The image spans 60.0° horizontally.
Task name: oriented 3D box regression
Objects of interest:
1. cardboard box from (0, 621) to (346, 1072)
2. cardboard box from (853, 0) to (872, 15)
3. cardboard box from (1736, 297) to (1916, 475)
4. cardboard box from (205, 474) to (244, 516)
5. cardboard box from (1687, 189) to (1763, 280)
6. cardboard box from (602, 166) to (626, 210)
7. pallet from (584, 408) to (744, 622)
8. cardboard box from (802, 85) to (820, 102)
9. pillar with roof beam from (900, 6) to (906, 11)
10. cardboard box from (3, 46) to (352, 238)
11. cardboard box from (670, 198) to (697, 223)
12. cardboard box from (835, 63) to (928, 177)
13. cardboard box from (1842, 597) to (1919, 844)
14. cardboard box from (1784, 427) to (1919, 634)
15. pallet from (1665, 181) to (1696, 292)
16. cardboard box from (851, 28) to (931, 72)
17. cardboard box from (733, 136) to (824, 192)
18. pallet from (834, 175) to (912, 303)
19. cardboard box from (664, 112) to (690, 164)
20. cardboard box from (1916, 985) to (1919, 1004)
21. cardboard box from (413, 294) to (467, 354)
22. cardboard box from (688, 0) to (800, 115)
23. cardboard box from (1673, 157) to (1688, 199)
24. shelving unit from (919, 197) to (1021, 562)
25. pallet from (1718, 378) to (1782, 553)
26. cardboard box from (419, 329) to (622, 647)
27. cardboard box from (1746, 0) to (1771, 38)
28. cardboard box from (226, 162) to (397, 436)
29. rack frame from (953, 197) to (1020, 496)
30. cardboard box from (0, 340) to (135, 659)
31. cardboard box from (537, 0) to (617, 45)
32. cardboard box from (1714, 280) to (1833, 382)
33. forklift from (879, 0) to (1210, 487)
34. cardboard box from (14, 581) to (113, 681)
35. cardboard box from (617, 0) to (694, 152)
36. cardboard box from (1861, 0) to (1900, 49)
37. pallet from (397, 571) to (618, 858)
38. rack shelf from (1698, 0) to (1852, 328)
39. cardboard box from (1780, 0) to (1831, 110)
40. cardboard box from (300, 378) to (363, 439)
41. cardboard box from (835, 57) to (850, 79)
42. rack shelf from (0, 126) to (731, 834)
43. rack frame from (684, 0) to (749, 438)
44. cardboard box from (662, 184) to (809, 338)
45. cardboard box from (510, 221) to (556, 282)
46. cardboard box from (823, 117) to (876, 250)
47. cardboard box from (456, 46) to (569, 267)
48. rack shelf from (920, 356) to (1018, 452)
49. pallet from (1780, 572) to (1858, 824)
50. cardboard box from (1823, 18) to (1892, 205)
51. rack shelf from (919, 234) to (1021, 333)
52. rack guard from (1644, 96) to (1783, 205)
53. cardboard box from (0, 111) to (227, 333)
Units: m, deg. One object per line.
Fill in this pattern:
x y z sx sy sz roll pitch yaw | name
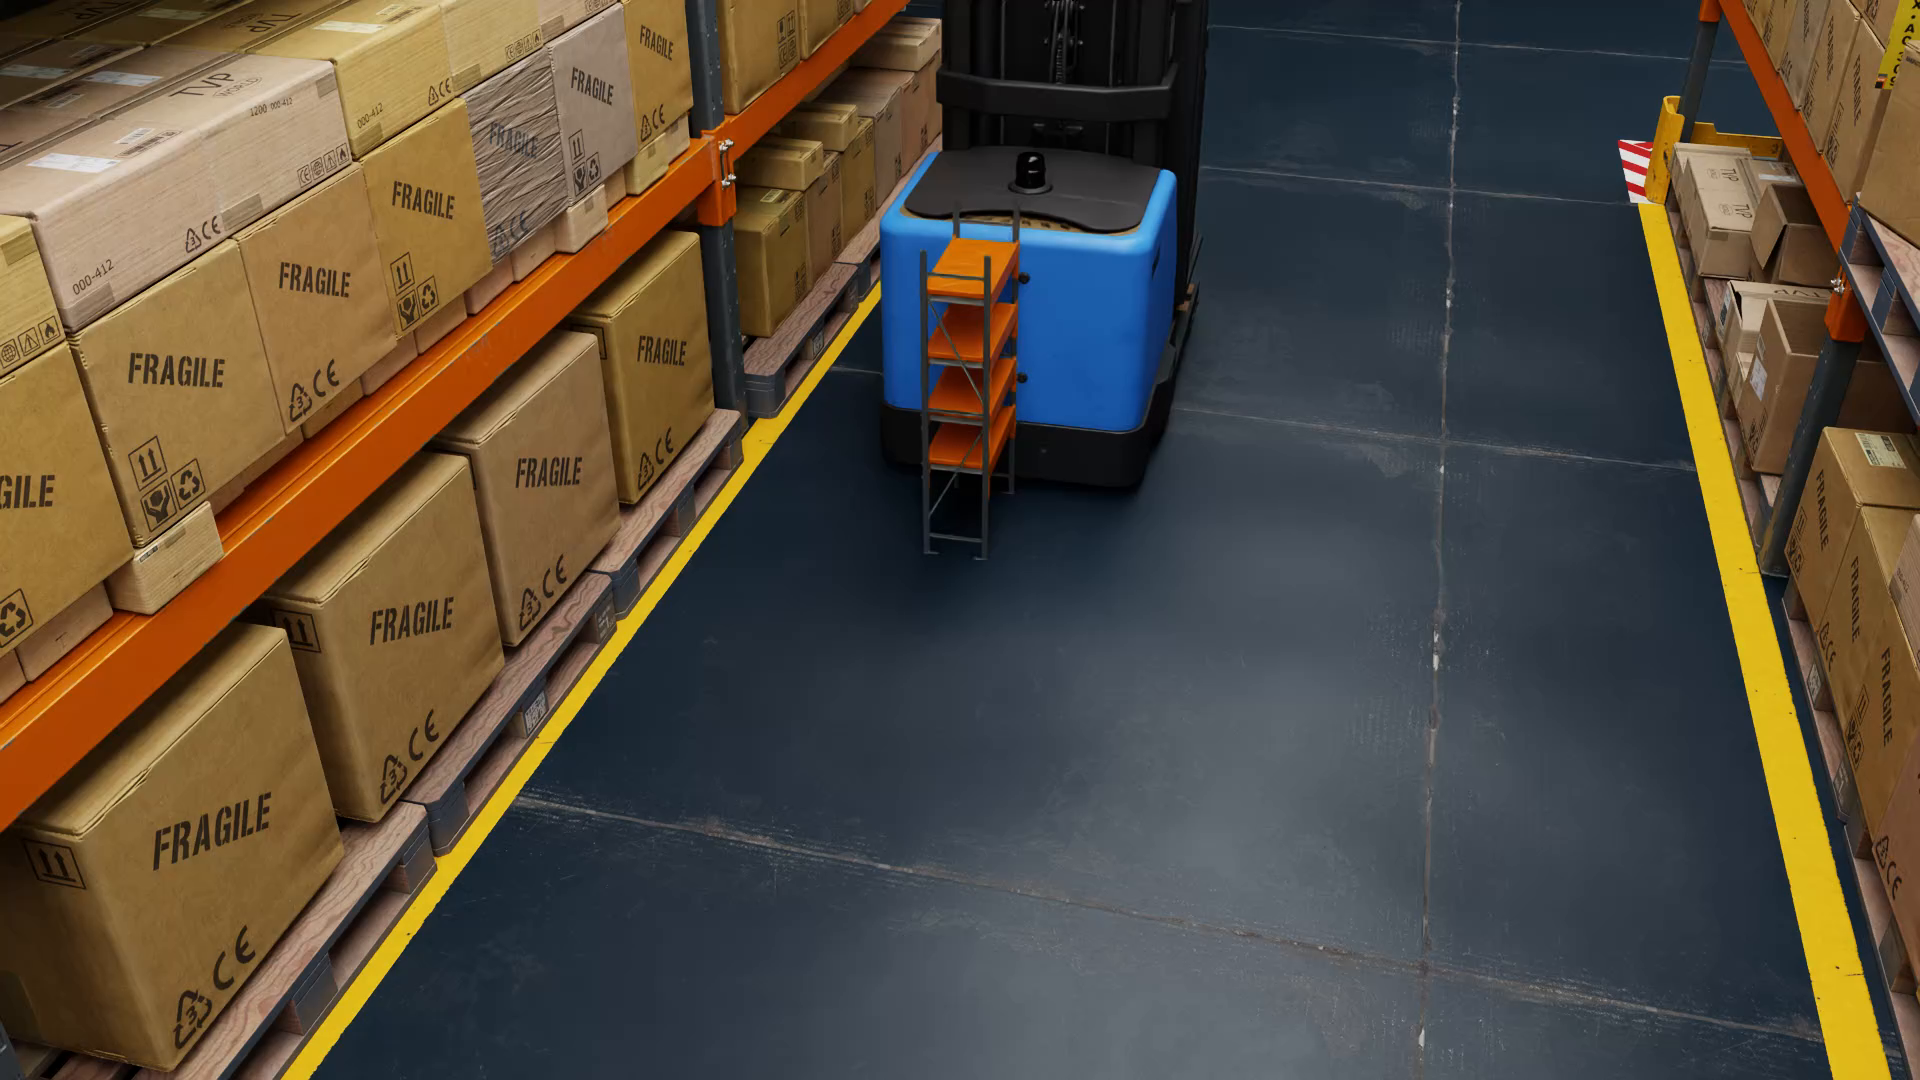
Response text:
-2.086 0.673 4.007 0.750 0.750 0.750 8 33 12 | cardboard box
-0.865 -2.931 7.786 0.980 0.700 0.700 6 33 10 | cardboard box
3.278 -0.561 6.257 0.500 0.500 0.500 8 33 12 | cardboard box
-1.926 -0.138 3.886 0.380 0.149 0.250 8 33 12 | cardboard box
3.757 -1.435 7.864 0.500 0.250 0.500 8 33 12 | cardboard box
-1.347 -1.195 5.549 0.380 0.149 0.250 9 34 14 | cardboard box
-1.507 -0.181 6.338 1.003 0.211 1.213 8 33 12 | pallet
-0.932 -2.297 8.402 0.380 0.149 0.250 8 33 13 | cardboard box
3.643 -7.309 9.359 9.100 9.000 0.400 8 33 12 | pillar with roof beam
-1.776 -0.925 3.821 0.500 0.250 0.500 8 33 13 | cardboard box
-1.324 -1.491 7.133 0.380 0.149 0.250 8 33 12 | cardboard box
-0.577 -2.330 9.058 0.700 0.500 0.500 8 33 12 | cardboard box
2.791 0.528 4.544 0.500 0.500 0.500 8 33 13 | cardboard box
3.050 -0.009 5.388 0.500 0.500 0.500 7 33 10 | cardboard box
4.203 -1.542 8.478 1.003 0.211 1.213 8 33 12 | pallet
-0.371 -2.639 8.940 0.380 0.149 0.250 9 34 14 | cardboard box
-0.832 -1.692 7.449 0.380 0.149 0.250 9 34 14 | cardboard box
-0.808 -1.611 8.587 1.003 0.211 1.213 8 33 12 | pallet
-1.196 -1.457 5.961 0.380 0.149 0.250 8 33 13 | cardboard box
2.535 1.063 3.702 0.500 0.500 0.500 7 33 11 | cardboard box
-1.640 -0.667 4.719 0.380 0.149 0.250 9 34 14 | cardboard box
-1.231 -2.174 6.595 0.980 0.700 0.700 9 33 13 | cardboard box
3.921 -1.862 8.613 0.380 0.166 0.250 8 33 12 | cardboard box
0.039 -0.571 6.030 0.258 1.200 0.503 7 33 11 | shelving unit
3.583 -0.275 6.487 1.003 0.211 1.213 8 33 12 | pallet
-1.646 -0.222 5.415 0.750 0.750 0.750 9 34 14 | cardboard box
3.800 -2.491 7.279 0.500 0.500 0.500 8 33 12 | cardboard box
-1.760 -0.614 4.031 0.500 0.500 0.500 8 33 12 | cardboard box
0.094 -0.698 6.230 0.240 1.200 0.015 7 33 11 | rack frame
-2.029 -0.086 3.201 0.500 0.500 0.500 9 34 14 | cardboard box
-1.394 -1.720 5.072 0.500 0.250 0.500 9 33 13 | cardboard box
3.469 -0.871 6.920 0.500 0.311 0.500 8 33 12 | cardboard box
0.520 -2.222 7.013 1.130 2.935 3.031 7 33 11 | forklift
-2.019 0.136 3.456 0.380 0.149 0.250 8 33 13 | cardboard box
-1.258 -1.671 5.693 0.500 0.500 0.500 8 33 12 | cardboard box
3.286 -1.858 5.351 0.500 0.500 0.500 8 33 13 | cardboard box
-1.815 0.454 5.339 1.003 0.211 1.213 8 33 12 | pallet
3.916 -1.830 7.004 1.077 0.370 4.000 8 33 12 | rack shelf
3.544 -1.967 6.455 0.500 0.500 0.500 9 33 13 | cardboard box
-1.792 -0.406 4.308 0.380 0.149 0.250 9 33 13 | cardboard box
-0.804 -2.563 8.819 0.380 0.149 0.250 8 33 13 | cardboard box
-1.892 -0.427 4.796 1.077 0.370 4.000 8 33 12 | rack shelf
-1.384 -1.769 6.236 1.000 3.000 0.127 8 33 12 | rack frame
-1.095 -1.265 7.382 0.700 0.500 0.500 8 33 13 | cardboard box
-1.483 -0.932 5.135 0.380 0.149 0.250 8 33 12 | cardboard box
-0.832 -1.791 8.210 0.700 0.500 0.500 9 33 14 | cardboard box
-1.513 -1.145 4.866 0.500 0.500 0.500 8 33 12 | cardboard box
0.039 -0.514 6.066 0.258 0.148 0.480 7 33 11 | rack shelf
3.238 0.508 5.254 1.003 0.211 1.213 8 33 12 | pallet
3.287 -1.433 5.614 0.500 0.500 0.500 9 33 13 | cardboard box
0.039 -0.903 5.819 0.258 0.148 0.480 7 33 11 | rack shelf
4.404 -2.077 9.052 1.175 0.500 0.348 8 33 12 | rack guard
-1.899 -0.665 3.412 0.500 0.250 0.500 8 33 12 | cardboard box
